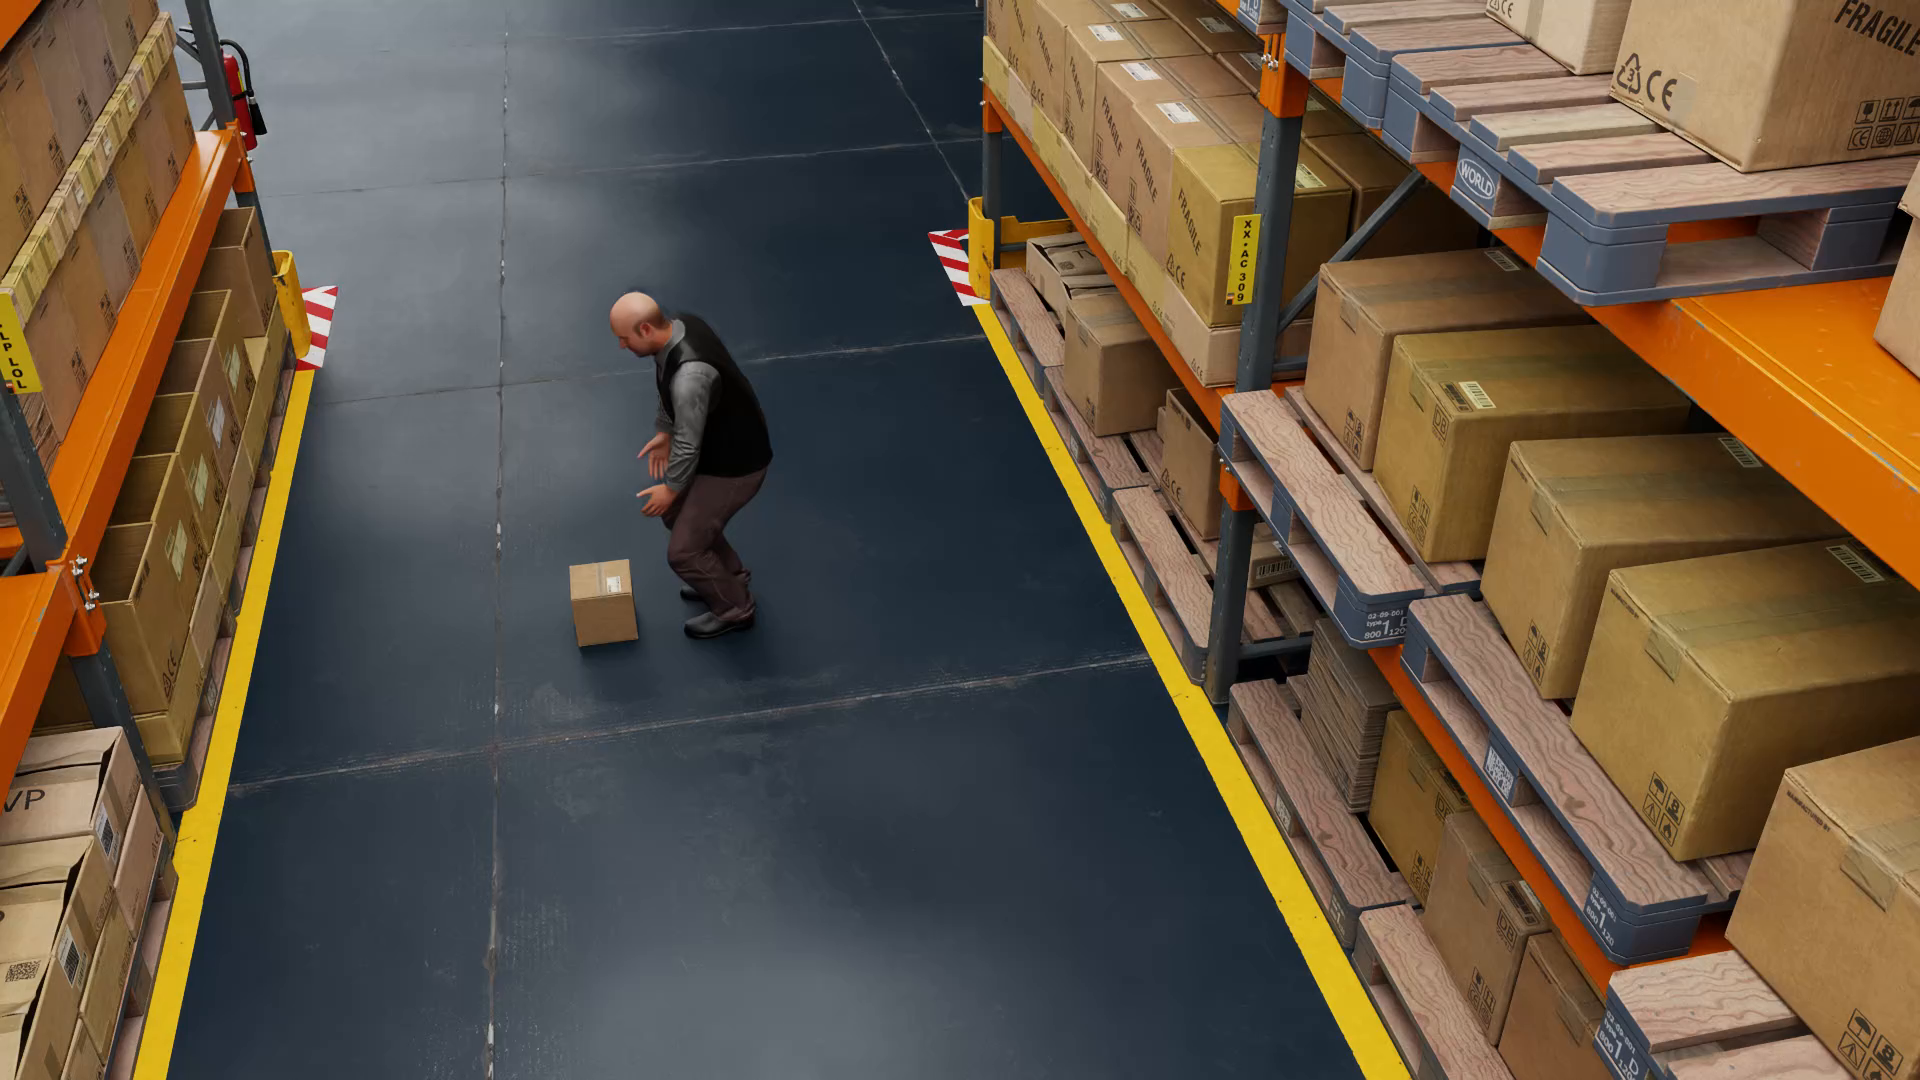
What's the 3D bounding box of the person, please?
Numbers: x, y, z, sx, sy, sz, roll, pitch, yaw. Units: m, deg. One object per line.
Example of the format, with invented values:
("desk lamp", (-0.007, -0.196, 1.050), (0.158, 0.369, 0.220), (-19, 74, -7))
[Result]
("person", (-1.098, -0.205, 6.833), (0.757, 1.316, 0.589), (-7, 35, -10))
